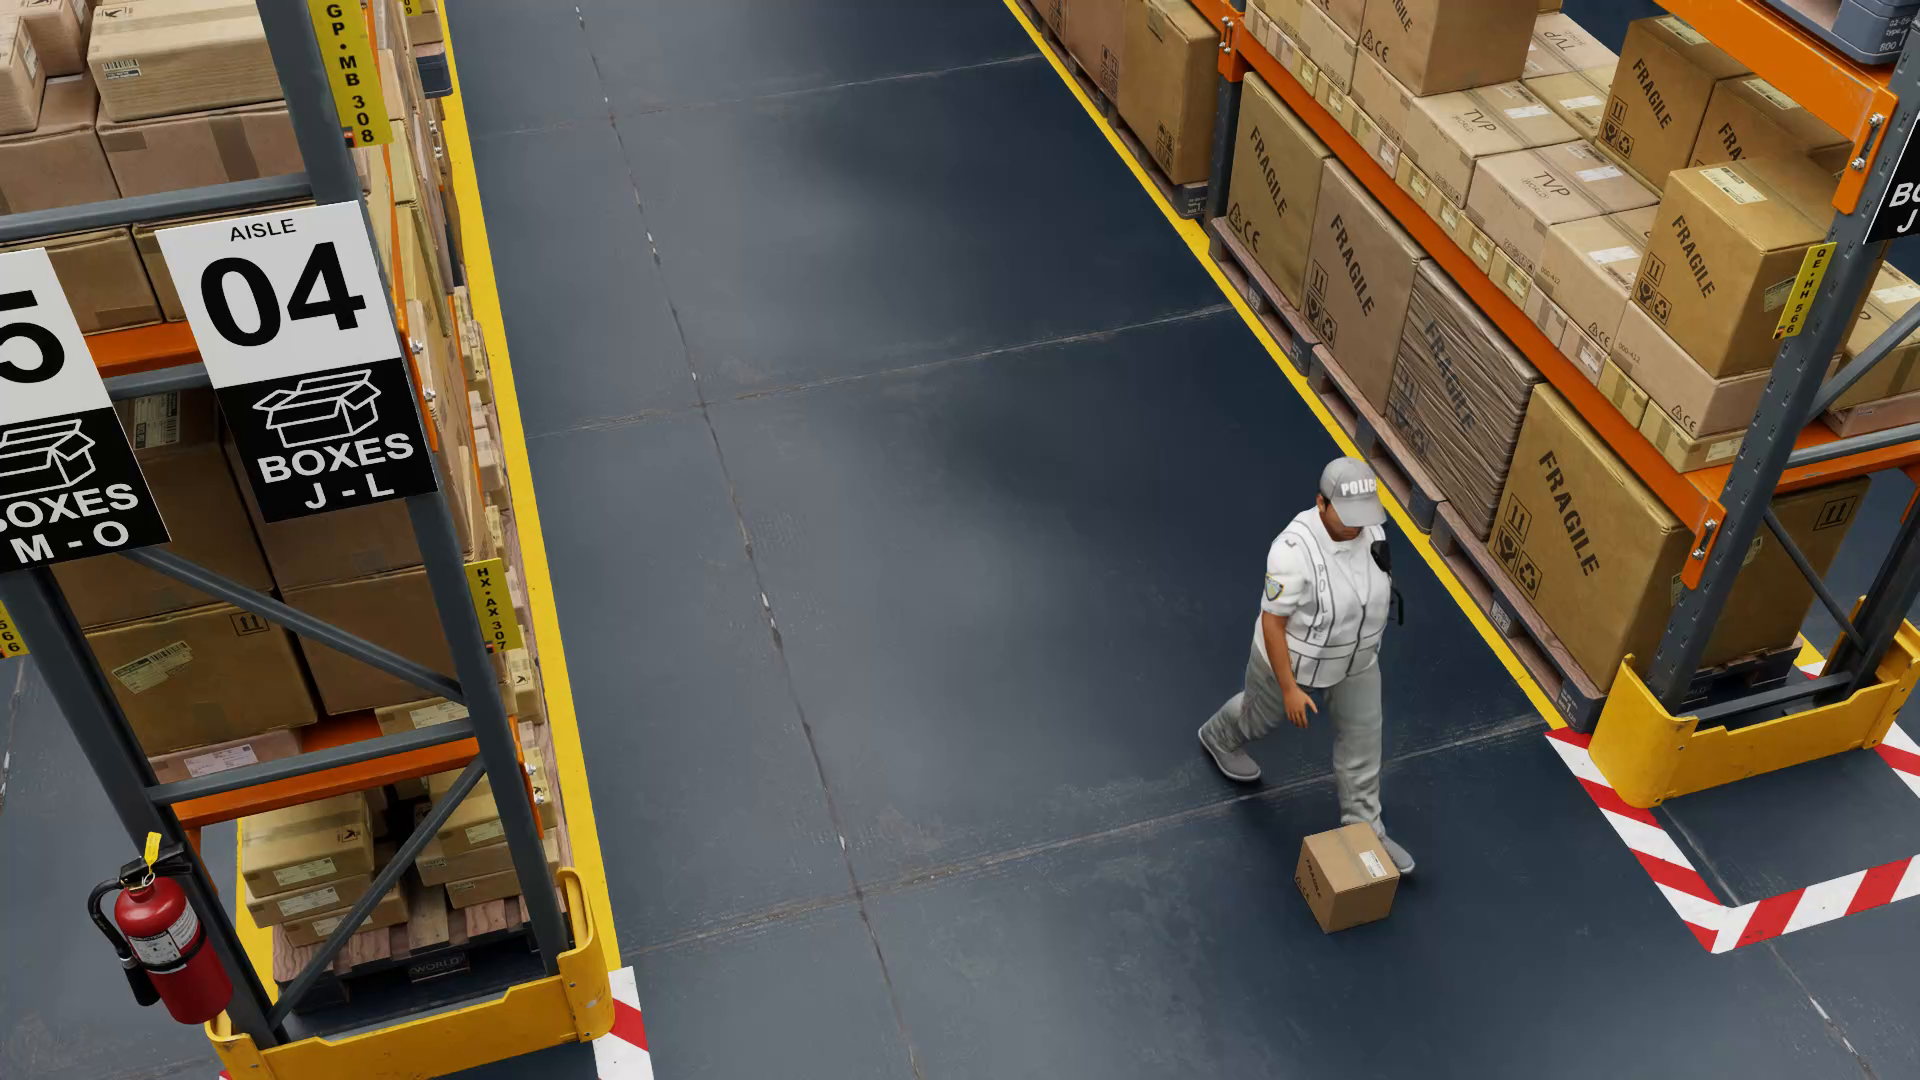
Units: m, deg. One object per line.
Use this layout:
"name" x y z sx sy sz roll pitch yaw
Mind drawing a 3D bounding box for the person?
"person" 1.259 0.426 5.708 0.490 1.615 0.940 -19 46 -20
